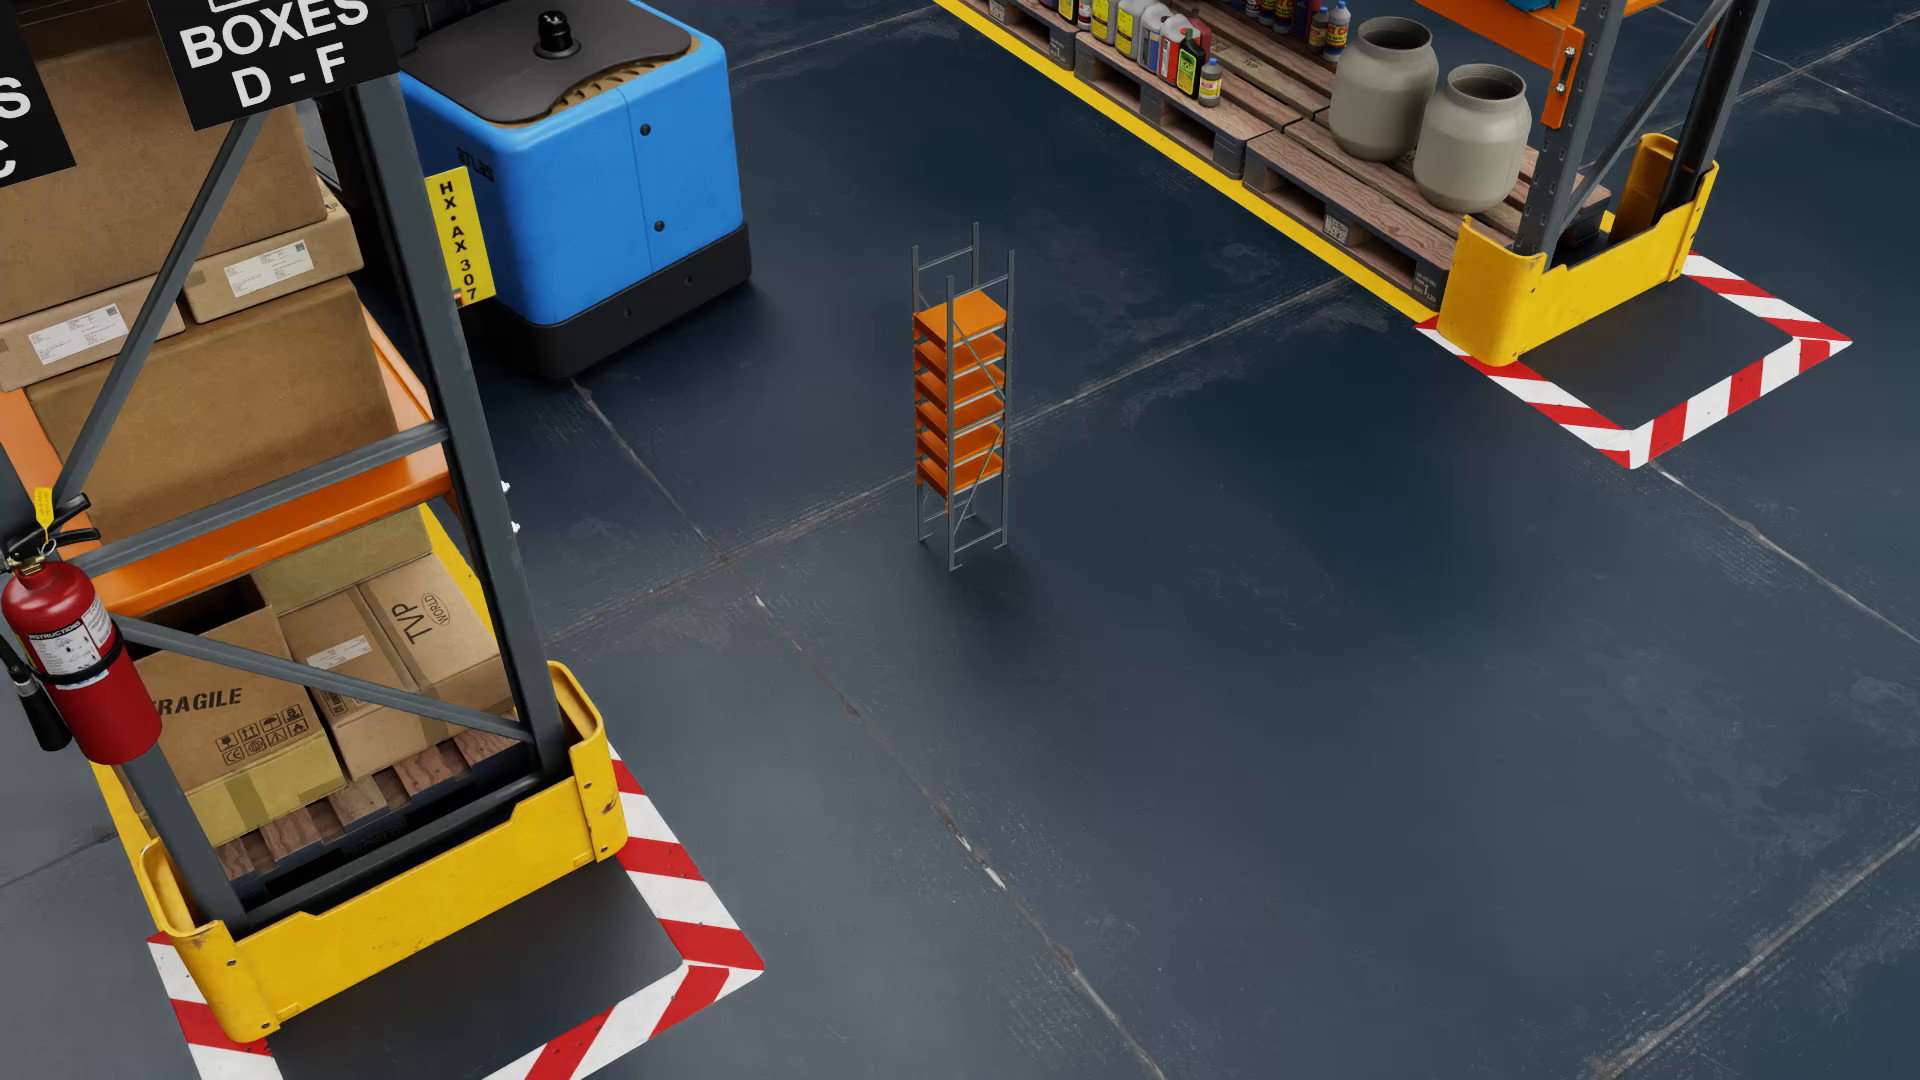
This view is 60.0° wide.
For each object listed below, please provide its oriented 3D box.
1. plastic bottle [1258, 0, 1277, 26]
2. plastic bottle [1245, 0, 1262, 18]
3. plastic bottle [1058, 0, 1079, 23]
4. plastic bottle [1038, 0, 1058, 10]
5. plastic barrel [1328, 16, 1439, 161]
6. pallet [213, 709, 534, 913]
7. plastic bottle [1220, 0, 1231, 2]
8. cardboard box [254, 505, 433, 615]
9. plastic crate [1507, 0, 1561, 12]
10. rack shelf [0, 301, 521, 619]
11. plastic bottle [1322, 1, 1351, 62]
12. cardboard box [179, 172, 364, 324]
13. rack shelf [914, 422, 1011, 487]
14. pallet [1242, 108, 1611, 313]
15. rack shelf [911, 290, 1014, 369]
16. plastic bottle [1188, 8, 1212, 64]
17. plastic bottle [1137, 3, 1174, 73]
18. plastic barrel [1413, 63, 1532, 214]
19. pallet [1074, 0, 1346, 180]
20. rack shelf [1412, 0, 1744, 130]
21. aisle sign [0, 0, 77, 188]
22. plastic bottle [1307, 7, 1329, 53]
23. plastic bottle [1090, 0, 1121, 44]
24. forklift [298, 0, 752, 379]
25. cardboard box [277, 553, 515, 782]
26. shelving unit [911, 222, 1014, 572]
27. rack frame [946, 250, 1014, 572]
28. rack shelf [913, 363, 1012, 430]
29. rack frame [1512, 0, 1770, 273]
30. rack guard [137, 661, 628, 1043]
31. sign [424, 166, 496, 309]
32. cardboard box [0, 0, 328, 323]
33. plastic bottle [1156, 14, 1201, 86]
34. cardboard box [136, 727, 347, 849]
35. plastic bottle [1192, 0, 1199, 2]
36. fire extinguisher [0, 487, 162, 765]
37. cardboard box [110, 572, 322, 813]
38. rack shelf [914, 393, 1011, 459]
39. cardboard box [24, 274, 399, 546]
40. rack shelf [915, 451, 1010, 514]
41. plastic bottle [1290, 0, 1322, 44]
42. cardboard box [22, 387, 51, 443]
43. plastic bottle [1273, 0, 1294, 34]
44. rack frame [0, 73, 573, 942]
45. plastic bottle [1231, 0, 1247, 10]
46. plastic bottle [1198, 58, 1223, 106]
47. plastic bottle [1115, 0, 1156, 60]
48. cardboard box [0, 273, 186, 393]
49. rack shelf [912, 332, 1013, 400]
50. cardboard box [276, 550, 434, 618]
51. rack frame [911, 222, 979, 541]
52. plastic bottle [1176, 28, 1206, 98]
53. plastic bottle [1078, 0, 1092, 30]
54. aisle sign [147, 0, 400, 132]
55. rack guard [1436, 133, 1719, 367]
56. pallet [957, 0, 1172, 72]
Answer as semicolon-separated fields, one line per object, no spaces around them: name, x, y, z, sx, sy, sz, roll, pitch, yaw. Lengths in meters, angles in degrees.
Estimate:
plastic bottle;1.497;-2.615;7.975;0.097;0.271;0.097;0;44;0
plastic bottle;1.441;-2.646;8.058;0.097;0.201;0.097;0;44;0
plastic bottle;0.534;-2.646;7.998;0.061;0.283;0.133;-24;48;-23
plastic bottle;0.473;-2.781;8.090;0.144;0.351;0.185;-28;50;-26
plastic barrel;1.806;-1.921;7.087;0.421;0.512;0.421;0;44;0
pallet;-2.005;0.504;5.069;1.003;0.211;1.213;-26;49;-24
plastic bottle;1.323;-2.763;8.179;0.097;0.201;0.097;0;44;0
cardboard box;-1.945;-0.190;4.921;0.500;0.500;0.500;-26;49;-24
plastic crate;2.000;-2.154;5.942;0.499;0.251;0.616;-26;49;-24
rack shelf;-2.677;-0.960;5.105;1.077;0.370;4.000;-26;49;-24
plastic bottle;1.751;-2.365;7.712;0.097;0.271;0.097;0;44;0
cardboard box;-1.581;-0.666;3.733;0.380;0.149;0.250;-26;49;-25
rack shelf;0.008;-0.307;5.441;0.258;0.103;0.180;-26;49;-24
pallet;1.990;-1.520;7.190;1.003;0.211;1.213;-26;49;-24
rack shelf;0.008;-0.654;5.109;0.258;0.103;0.180;-26;49;-24
plastic bottle;1.087;-2.282;7.617;0.061;0.283;0.133;-26;49;-24
plastic bottle;0.921;-2.315;7.657;0.152;0.276;0.135;-27;50;-25
plastic barrel;2.093;-1.637;6.790;0.421;0.512;0.421;0;44;0
pallet;1.296;-2.211;7.913;1.003;0.211;1.213;-26;49;-24
rack shelf;1.388;-2.915;7.152;1.077;0.370;4.000;-26;49;-24
aisle sign;-1.736;-0.875;2.611;0.394;0.787;0.004;-26;49;-24
plastic bottle;1.691;-2.398;7.797;0.097;0.201;0.097;0;44;0
plastic bottle;0.716;-2.540;7.838;0.144;0.351;0.185;-26;49;-25
forklift;-2.264;-2.570;6.319;3.031;2.935;1.130;33;53;30
cardboard box;-1.657;0.363;4.884;0.500;0.250;0.500;-26;49;-24
shelving unit;0.008;-0.426;5.327;0.258;1.200;0.189;-26;49;-24
rack frame;0.061;-0.374;5.273;0.240;1.200;0.006;-26;49;-24
rack shelf;0.008;-0.480;5.275;0.258;0.103;0.180;-26;49;-24
rack frame;2.532;-2.042;5.717;1.000;3.000;0.127;-26;49;-24
rack guard;-1.519;0.830;4.519;1.175;0.500;0.348;-26;49;-24
sign;-1.074;-0.645;3.570;0.100;0.325;0.005;-26;49;-24
cardboard box;-1.820;-0.893;3.501;0.700;0.500;0.500;-26;49;-24
plastic bottle;1.000;-2.237;7.575;0.152;0.276;0.135;-25;49;-24
cardboard box;-2.082;0.568;4.670;0.500;0.250;0.500;-26;49;-24
plastic bottle;1.146;-2.806;8.166;0.061;0.283;0.133;-26;49;-24
fire extinguisher;-1.846;0.191;3.434;0.296;0.674;0.183;-26;49;-24
cardboard box;-2.084;0.297;4.410;0.500;0.500;0.500;-26;49;-24
rack shelf;0.008;-0.394;5.358;0.258;0.103;0.180;-26;49;-24
cardboard box;-1.789;-0.393;3.917;0.700;0.500;0.500;-26;49;-24
rack shelf;0.008;-0.220;5.524;0.258;0.103;0.180;-26;49;-24
plastic bottle;1.636;-2.504;7.850;0.061;0.283;0.133;-25;49;-24
cardboard box;-2.094;-0.689;4.227;0.700;0.500;0.500;-24;49;-23
plastic bottle;1.555;-2.559;7.915;0.097;0.271;0.097;0;44;0
rack frame;-1.533;-0.088;3.670;1.000;3.000;0.127;-26;49;-24
plastic bottle;1.381;-2.730;8.095;0.097;0.271;0.097;0;44;0
plastic bottle;1.122;-2.056;7.440;0.097;0.201;0.097;0;44;0
plastic bottle;0.823;-2.435;7.728;0.144;0.351;0.185;-24;49;-23
cardboard box;-1.908;-0.500;3.559;0.380;0.149;0.250;-27;50;-25
rack shelf;0.008;-0.567;5.192;0.258;0.103;0.180;-26;49;-24
cardboard box;-1.946;0.082;5.179;0.500;0.250;0.500;-26;49;-24
rack frame;-0.044;-0.478;5.381;0.240;1.200;0.006;-26;49;-24
plastic bottle;1.040;-2.145;7.473;0.061;0.283;0.133;-25;49;-24
plastic bottle;0.616;-2.557;7.964;0.097;0.201;0.097;0;44;0
aisle sign;-1.244;-1.112;2.860;0.394;0.787;0.004;-26;49;-24
rack guard;2.450;-1.163;6.606;1.175;0.500;0.348;-26;49;-24
pallet;0.594;-2.902;8.637;1.003;0.211;1.213;-26;49;-24
